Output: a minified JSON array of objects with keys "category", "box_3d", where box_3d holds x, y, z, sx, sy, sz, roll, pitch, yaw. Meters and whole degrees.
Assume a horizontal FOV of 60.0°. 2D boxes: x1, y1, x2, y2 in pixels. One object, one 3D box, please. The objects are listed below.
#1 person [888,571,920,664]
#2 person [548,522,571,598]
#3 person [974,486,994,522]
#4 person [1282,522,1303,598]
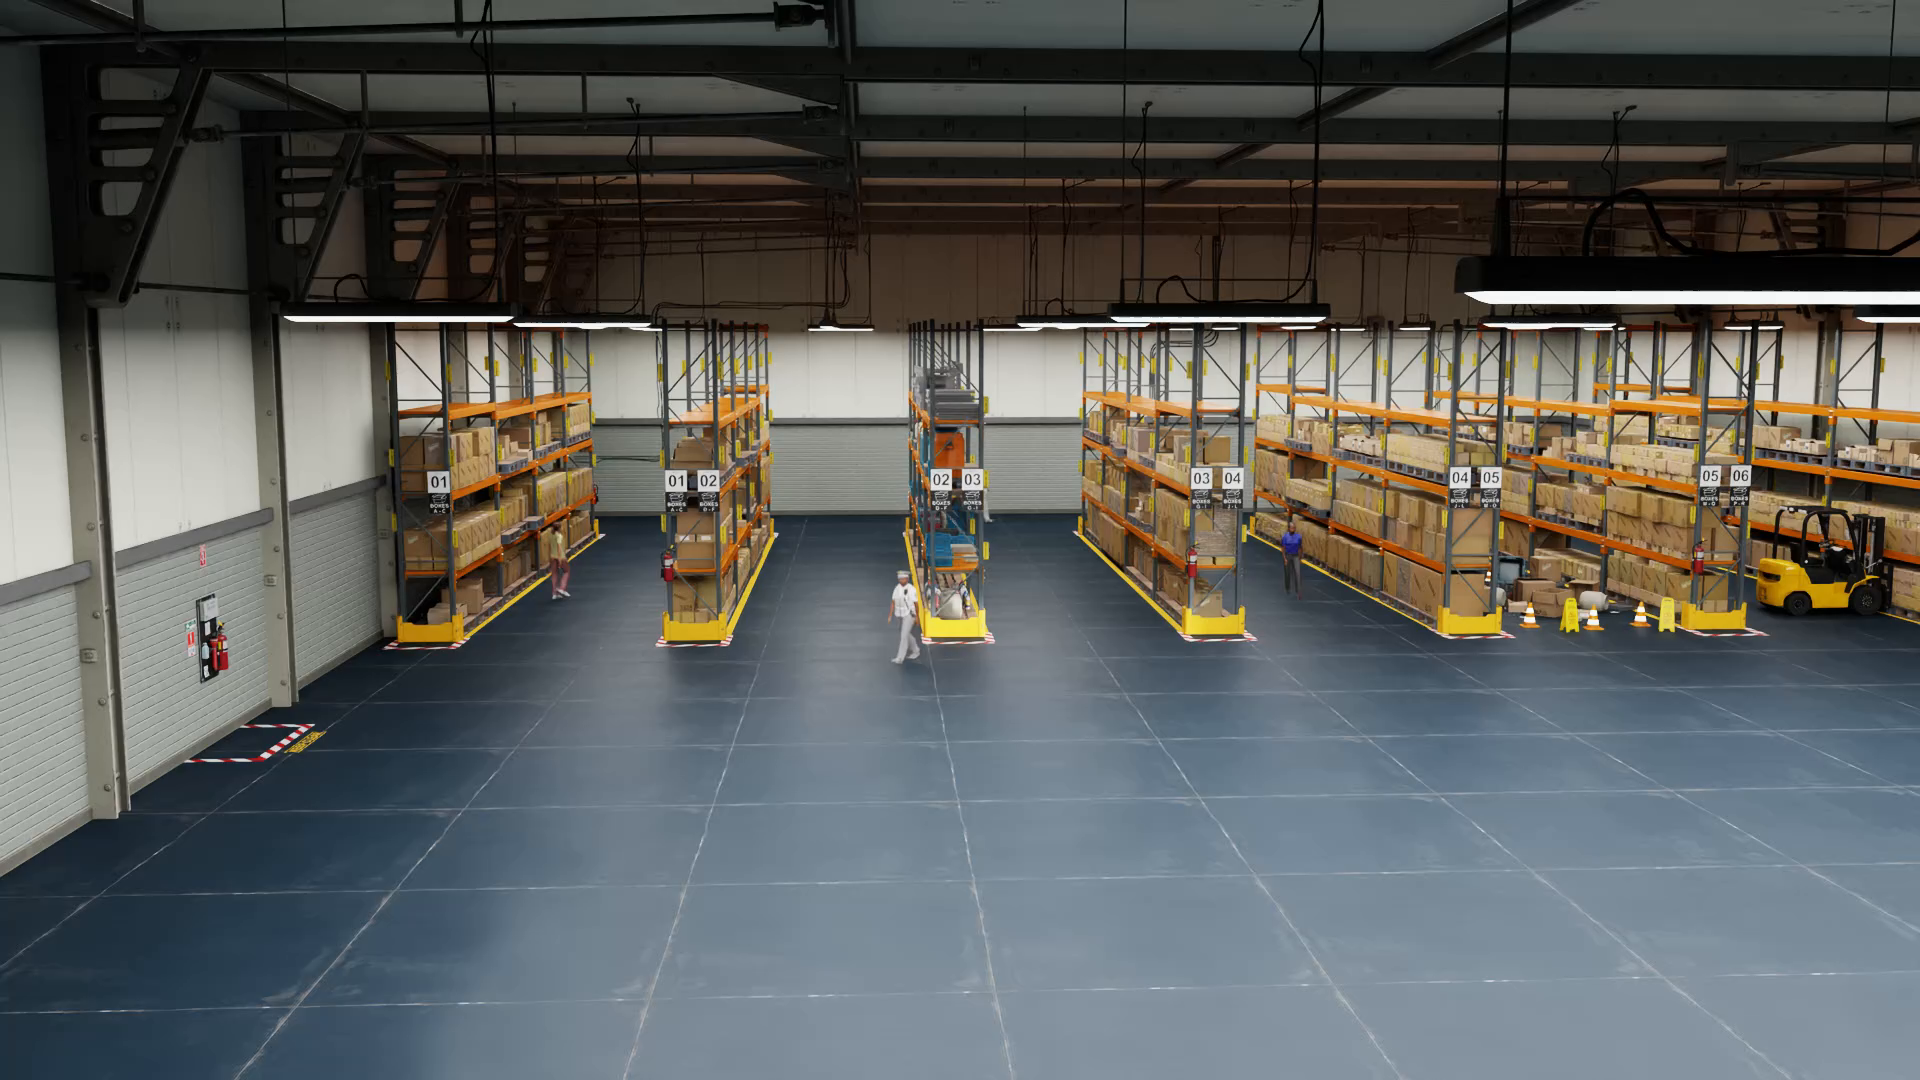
[{"category":"person","box_3d":[-0.975,1.329,28.996,0.498,1.617,1.031,6,9,41]},{"category":"person","box_3d":[-8.757,0.431,36.131,0.476,1.656,0.516,1,7,12]},{"category":"person","box_3d":[0.582,-1.363,50.901,1.048,1.602,0.487,2,7,15]},{"category":"person","box_3d":[7.260,0.416,36.312,0.472,1.619,0.871,1,7,10]}]
